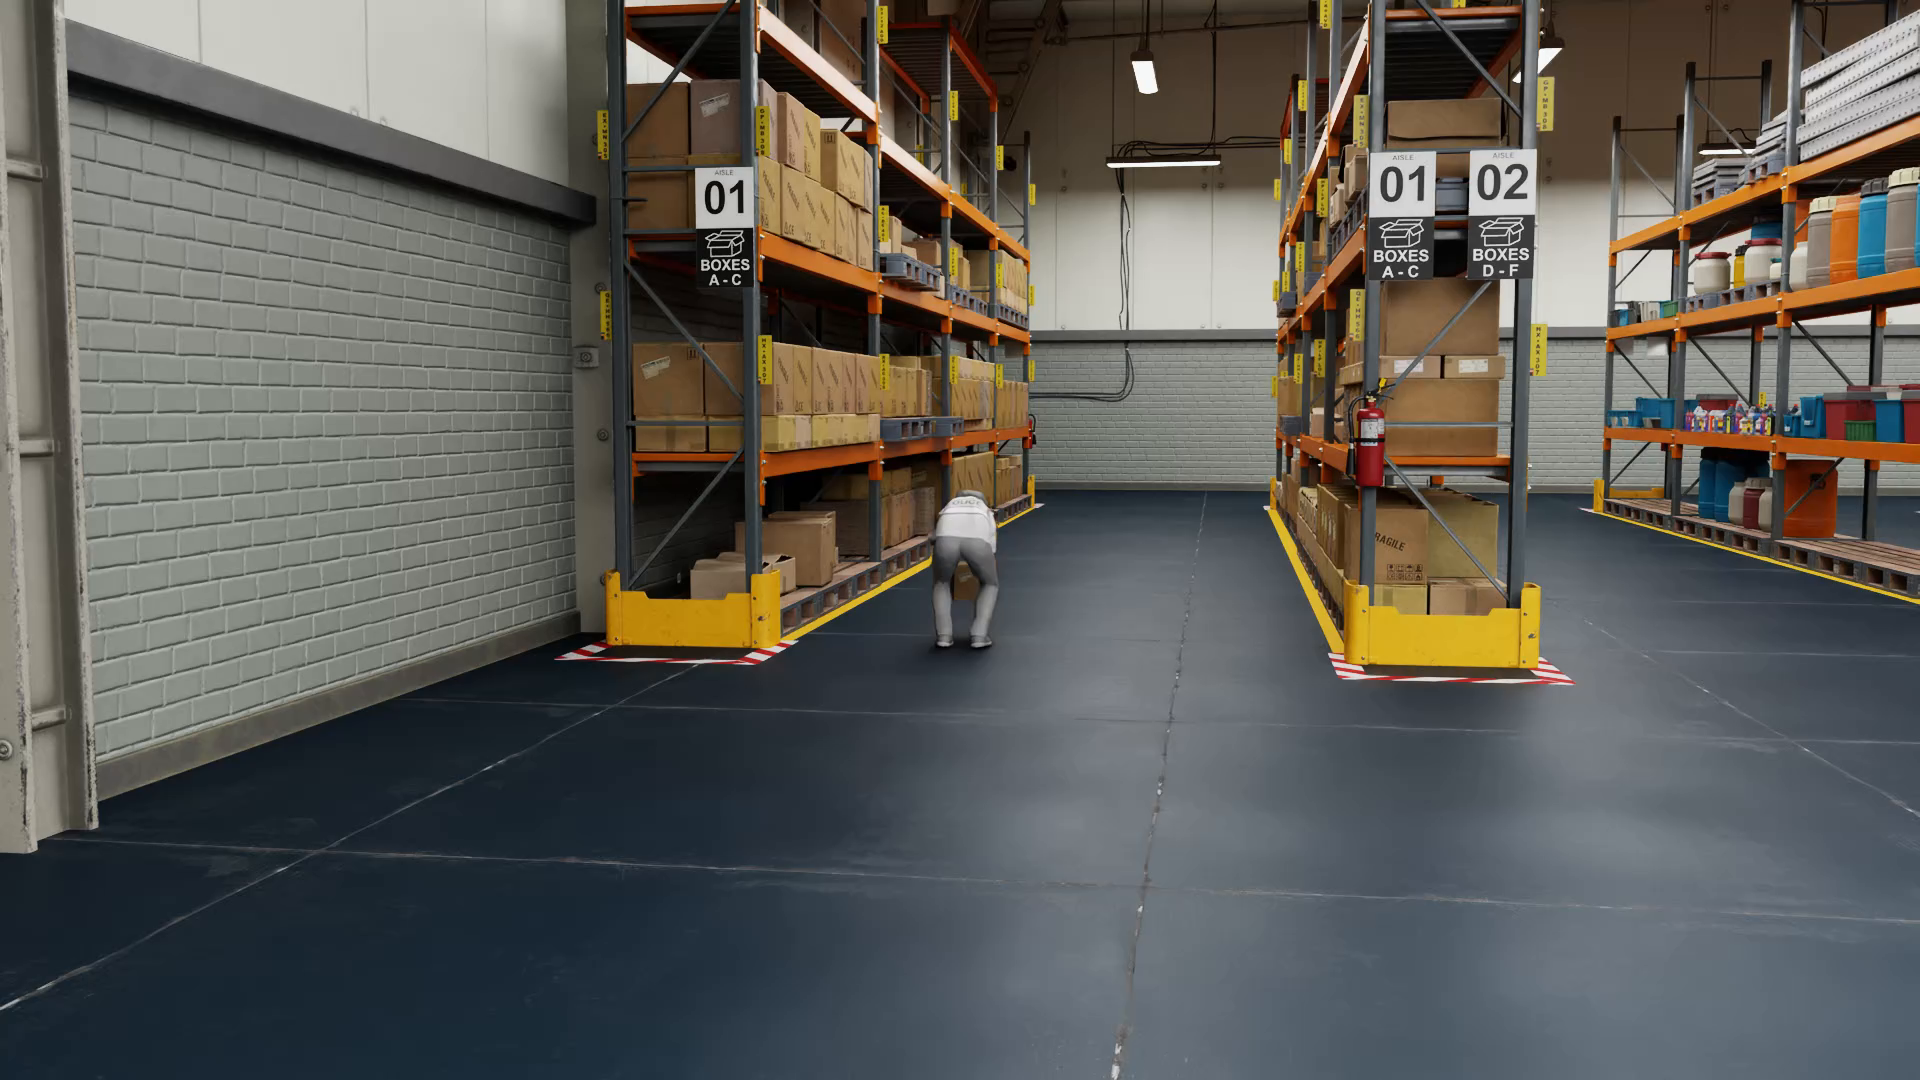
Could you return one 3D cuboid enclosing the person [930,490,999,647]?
[{"bbox_3d":[0.042,0.190,11.446,0.461,1.041,0.916,1,5,6],"label":"person"}]
